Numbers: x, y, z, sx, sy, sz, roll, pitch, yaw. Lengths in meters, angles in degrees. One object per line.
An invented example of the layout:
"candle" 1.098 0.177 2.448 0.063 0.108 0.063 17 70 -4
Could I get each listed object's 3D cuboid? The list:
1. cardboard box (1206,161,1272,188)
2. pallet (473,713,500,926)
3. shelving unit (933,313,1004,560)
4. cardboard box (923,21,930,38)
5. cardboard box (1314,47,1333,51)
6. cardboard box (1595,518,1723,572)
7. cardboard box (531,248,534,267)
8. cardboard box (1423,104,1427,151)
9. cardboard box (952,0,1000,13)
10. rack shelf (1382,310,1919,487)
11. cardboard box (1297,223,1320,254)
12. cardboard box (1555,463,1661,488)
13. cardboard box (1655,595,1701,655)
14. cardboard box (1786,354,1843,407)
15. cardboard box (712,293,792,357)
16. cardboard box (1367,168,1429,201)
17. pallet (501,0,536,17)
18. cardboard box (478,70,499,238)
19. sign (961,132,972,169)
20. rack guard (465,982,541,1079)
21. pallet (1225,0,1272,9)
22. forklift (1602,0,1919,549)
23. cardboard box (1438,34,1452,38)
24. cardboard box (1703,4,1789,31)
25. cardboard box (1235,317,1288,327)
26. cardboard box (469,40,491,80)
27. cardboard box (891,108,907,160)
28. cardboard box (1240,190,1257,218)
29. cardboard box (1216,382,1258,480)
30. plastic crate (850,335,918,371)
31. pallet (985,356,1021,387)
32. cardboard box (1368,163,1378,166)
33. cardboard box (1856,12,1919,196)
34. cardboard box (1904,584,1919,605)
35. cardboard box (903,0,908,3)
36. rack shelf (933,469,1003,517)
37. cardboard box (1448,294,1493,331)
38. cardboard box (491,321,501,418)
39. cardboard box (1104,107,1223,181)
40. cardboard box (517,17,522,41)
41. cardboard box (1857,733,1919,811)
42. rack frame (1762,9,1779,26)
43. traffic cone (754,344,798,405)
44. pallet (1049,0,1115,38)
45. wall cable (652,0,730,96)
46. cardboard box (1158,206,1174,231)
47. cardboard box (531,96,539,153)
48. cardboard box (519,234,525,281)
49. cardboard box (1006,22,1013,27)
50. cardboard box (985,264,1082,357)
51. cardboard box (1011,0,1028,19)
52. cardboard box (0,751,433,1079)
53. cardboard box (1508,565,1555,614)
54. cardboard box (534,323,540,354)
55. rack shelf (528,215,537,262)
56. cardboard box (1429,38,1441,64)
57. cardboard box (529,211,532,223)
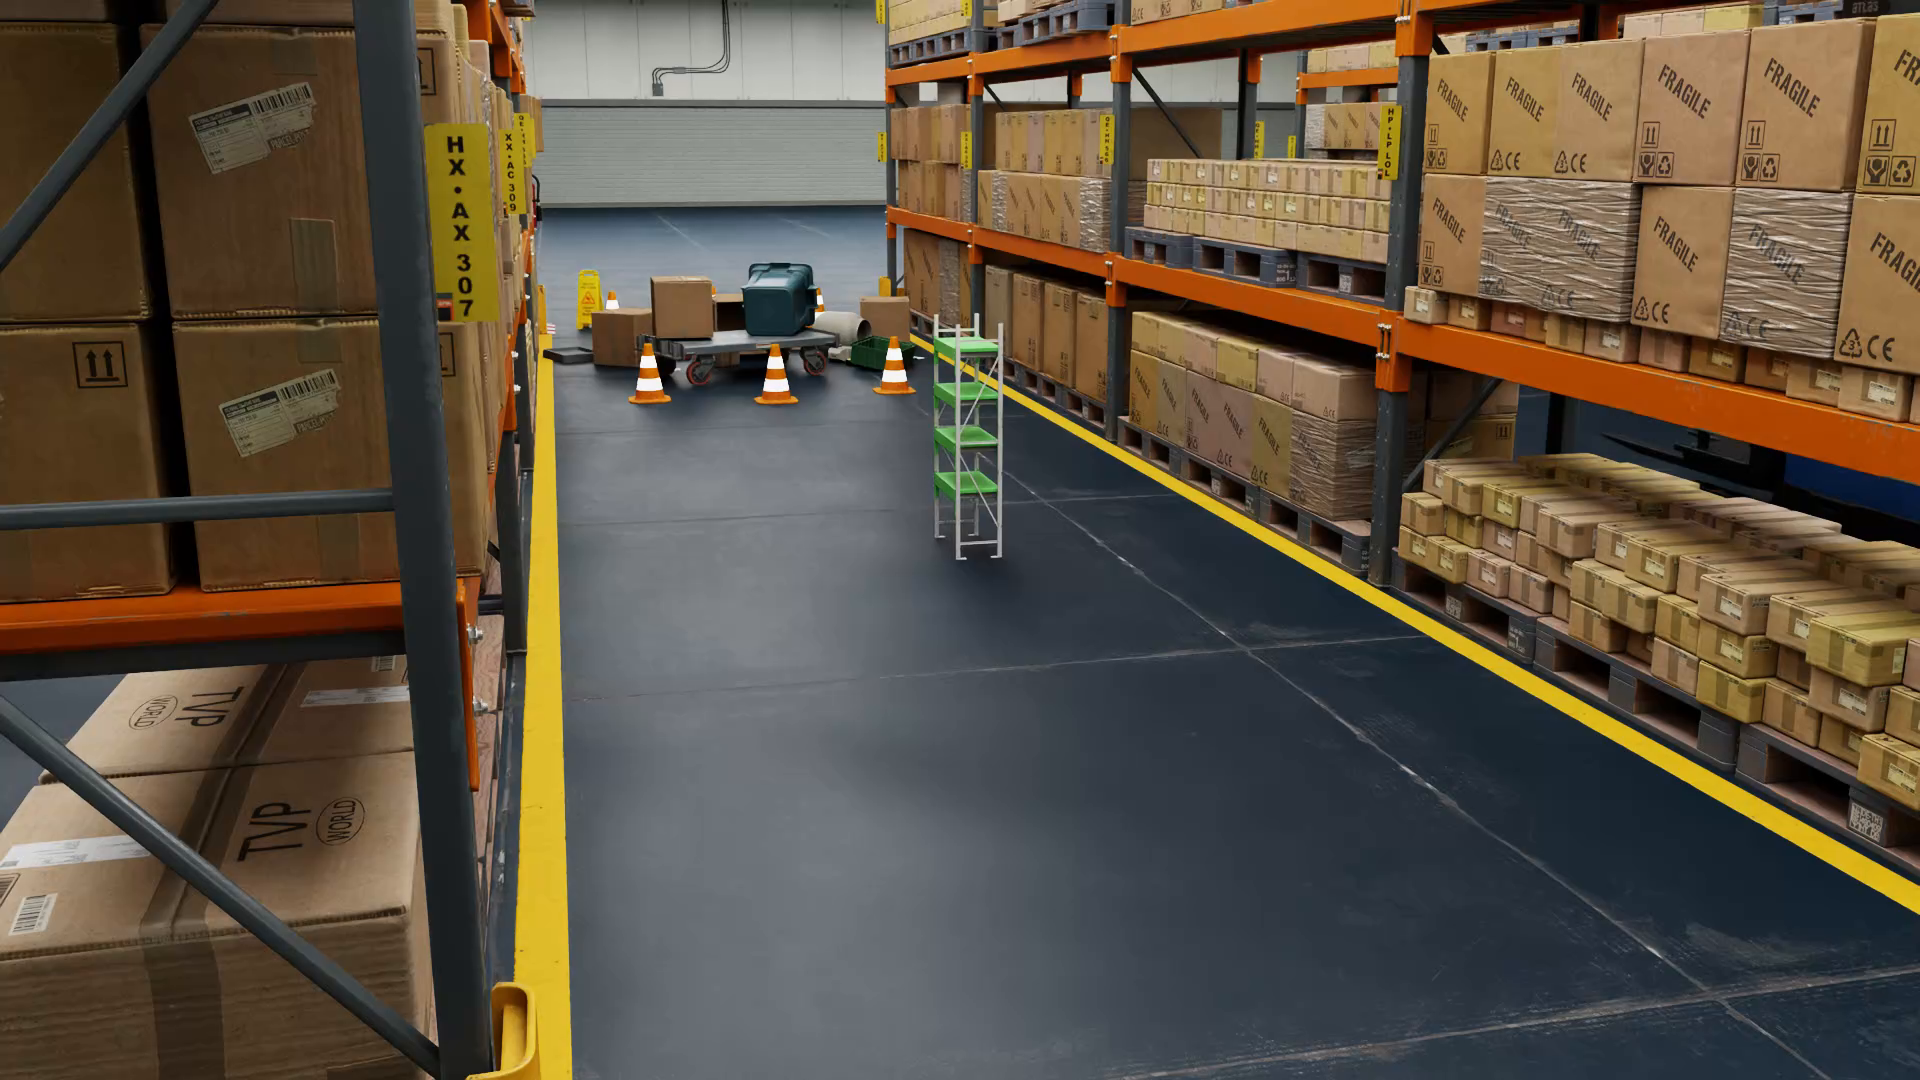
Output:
"cardboard box" 1.703 -2.196 9.986 0.380 0.149 0.250 -3 14 -11
"pallet" -1.919 0.854 4.988 1.003 0.211 1.213 -3 14 -13
"shelving unit" 0.039 -0.545 8.628 0.258 1.200 0.503 -3 14 -13
"cardboard box" -0.159 -5.113 16.650 0.380 0.149 0.250 -3 14 -13
"cardboard box" 4.309 -5.720 19.174 0.380 0.149 0.250 -3 14 -12
"cardboard box" 2.678 0.024 6.377 0.380 0.149 0.250 -4 14 -16
"cardboard box" -4.038 -2.539 14.962 0.380 0.149 0.250 -3 14 -12
"cardboard box" 4.950 -4.243 17.030 0.500 0.500 0.500 -3 14 -13
"cardboard box" 0.232 -4.988 15.297 0.500 0.250 0.500 -3 14 -14
"rack shelf" 2.946 -0.451 5.969 1.077 0.370 4.000 -3 14 -13
"cardboard box" 2.013 -1.600 8.799 0.380 0.149 0.250 -4 14 -16
"cardboard box" 2.911 -0.246 7.481 0.380 0.149 0.250 -3 14 -12
"cardboard box" 2.714 0.293 5.904 0.380 0.149 0.250 -3 14 -10
"cardboard box" 2.853 -0.513 5.236 0.380 0.149 0.250 -4 14 -16
"cardboard box" -2.029 -2.105 16.196 0.797 0.637 0.503 -3 14 -13
"cardboard box" 2.192 -1.715 8.016 0.380 0.149 0.250 -3 14 -11
"pallet" -3.049 -3.105 9.395 1.213 0.211 1.003 -3 14 -11
"cardboard box" -1.693 -1.169 5.074 0.500 0.500 0.500 -3 14 -12
"sign" 0.058 -3.535 15.086 0.100 0.325 0.005 -3 14 -13
"rack guard" -1.367 1.180 3.044 1.175 0.500 0.348 -3 14 -13
"pallet" 2.188 -3.015 9.024 1.213 0.211 1.003 -3 14 -13
"forklift" 4.805 -1.560 9.135 1.130 2.935 3.031 -3 14 -11
"cardboard box" 4.968 -5.117 16.708 0.380 0.149 0.250 -4 14 -16
"cardboard box" 6.031 -3.918 12.640 0.500 0.250 0.500 -3 14 -13
"cardboard box" 2.081 -1.280 10.646 0.500 0.250 0.500 -3 14 -12
"cardboard box" -1.930 -1.759 6.121 0.380 0.149 0.250 -4 14 -14
"cardboard box" -0.293 -4.540 18.598 0.875 0.550 0.550 -3 14 -13
"cardboard box" 1.826 -1.929 9.522 0.380 0.149 0.250 -3 14 -11
"cardboard box" 1.821 -0.645 9.630 0.500 0.500 0.500 -4 14 -14
"plastic crate" -0.717 -1.736 15.518 0.450 0.188 0.662 14 17 13
"pallet" 0.851 -1.579 14.945 1.003 0.211 1.213 -3 14 -13
"cardboard box" 2.526 -2.048 9.379 0.380 0.149 0.250 -3 14 -11
"cardboard box" 2.947 -1.226 4.683 0.500 0.500 0.500 -4 14 -15
"cardboard box" 3.367 0.238 5.500 0.380 0.149 0.250 -4 14 -16
"cardboard box" -0.397 -5.735 17.515 0.380 0.149 0.250 -3 14 -13
"rack shelf" 0.039 -0.249 8.700 0.258 0.148 0.480 -3 14 -13
"cardboard box" 2.357 -1.001 7.232 0.380 0.149 0.250 -3 14 -12
"cardboard box" -1.588 -0.563 4.702 0.500 0.500 0.500 -3 14 -11
"cardboard box" 1.441 -2.823 11.844 0.700 0.500 0.500 -3 14 -13
"cardboard box" -4.263 -4.688 15.166 0.500 0.250 0.500 -3 14 -13
"cardboard box" 2.930 0.678 4.952 0.380 0.149 0.250 -3 14 -11
"rack frame" 6.381 -2.438 12.585 1.000 3.000 0.127 -3 14 -13
"traffic cone" -1.499 -1.357 13.505 0.336 0.463 0.334 -3 14 -13
"pallet" 1.334 -3.696 11.811 1.213 0.211 1.003 -3 14 -11
"wall cable" -7.887 -16.008 48.326 2.305 6.003 0.169 -3 14 -13
"cardboard box" 1.508 -2.090 10.807 0.380 0.149 0.250 -3 14 -10
"cardboard box" -4.274 -3.837 15.368 0.700 0.500 0.500 -4 14 -14
"cardboard box" -2.745 -1.593 9.445 0.500 0.250 0.500 -3 14 -12
"cardboard box" 0.663 -4.973 16.076 0.380 0.149 0.250 -4 14 -14
"cardboard box" 0.830 -2.080 14.977 1.050 0.750 0.750 -3 14 -13
"cardboard box" 0.599 -4.442 13.902 0.250 0.149 0.380 -3 14 -13
"cardboard box" -1.625 0.854 3.625 0.875 0.438 0.875 -4 14 -15
"cardboard box" 2.529 0.193 6.941 0.380 0.149 0.250 -4 14 -14
"cardboard box" -4.067 -1.828 14.996 0.500 0.250 0.500 -4 14 -16
"rack shelf" -4.661 -2.920 16.075 1.077 0.370 4.000 -3 14 -13
"cardboard box" 4.969 -4.957 16.890 0.500 0.250 0.500 -3 14 -12
"cardboard box" -4.244 -3.072 15.712 0.380 0.149 0.250 -3 14 -13
